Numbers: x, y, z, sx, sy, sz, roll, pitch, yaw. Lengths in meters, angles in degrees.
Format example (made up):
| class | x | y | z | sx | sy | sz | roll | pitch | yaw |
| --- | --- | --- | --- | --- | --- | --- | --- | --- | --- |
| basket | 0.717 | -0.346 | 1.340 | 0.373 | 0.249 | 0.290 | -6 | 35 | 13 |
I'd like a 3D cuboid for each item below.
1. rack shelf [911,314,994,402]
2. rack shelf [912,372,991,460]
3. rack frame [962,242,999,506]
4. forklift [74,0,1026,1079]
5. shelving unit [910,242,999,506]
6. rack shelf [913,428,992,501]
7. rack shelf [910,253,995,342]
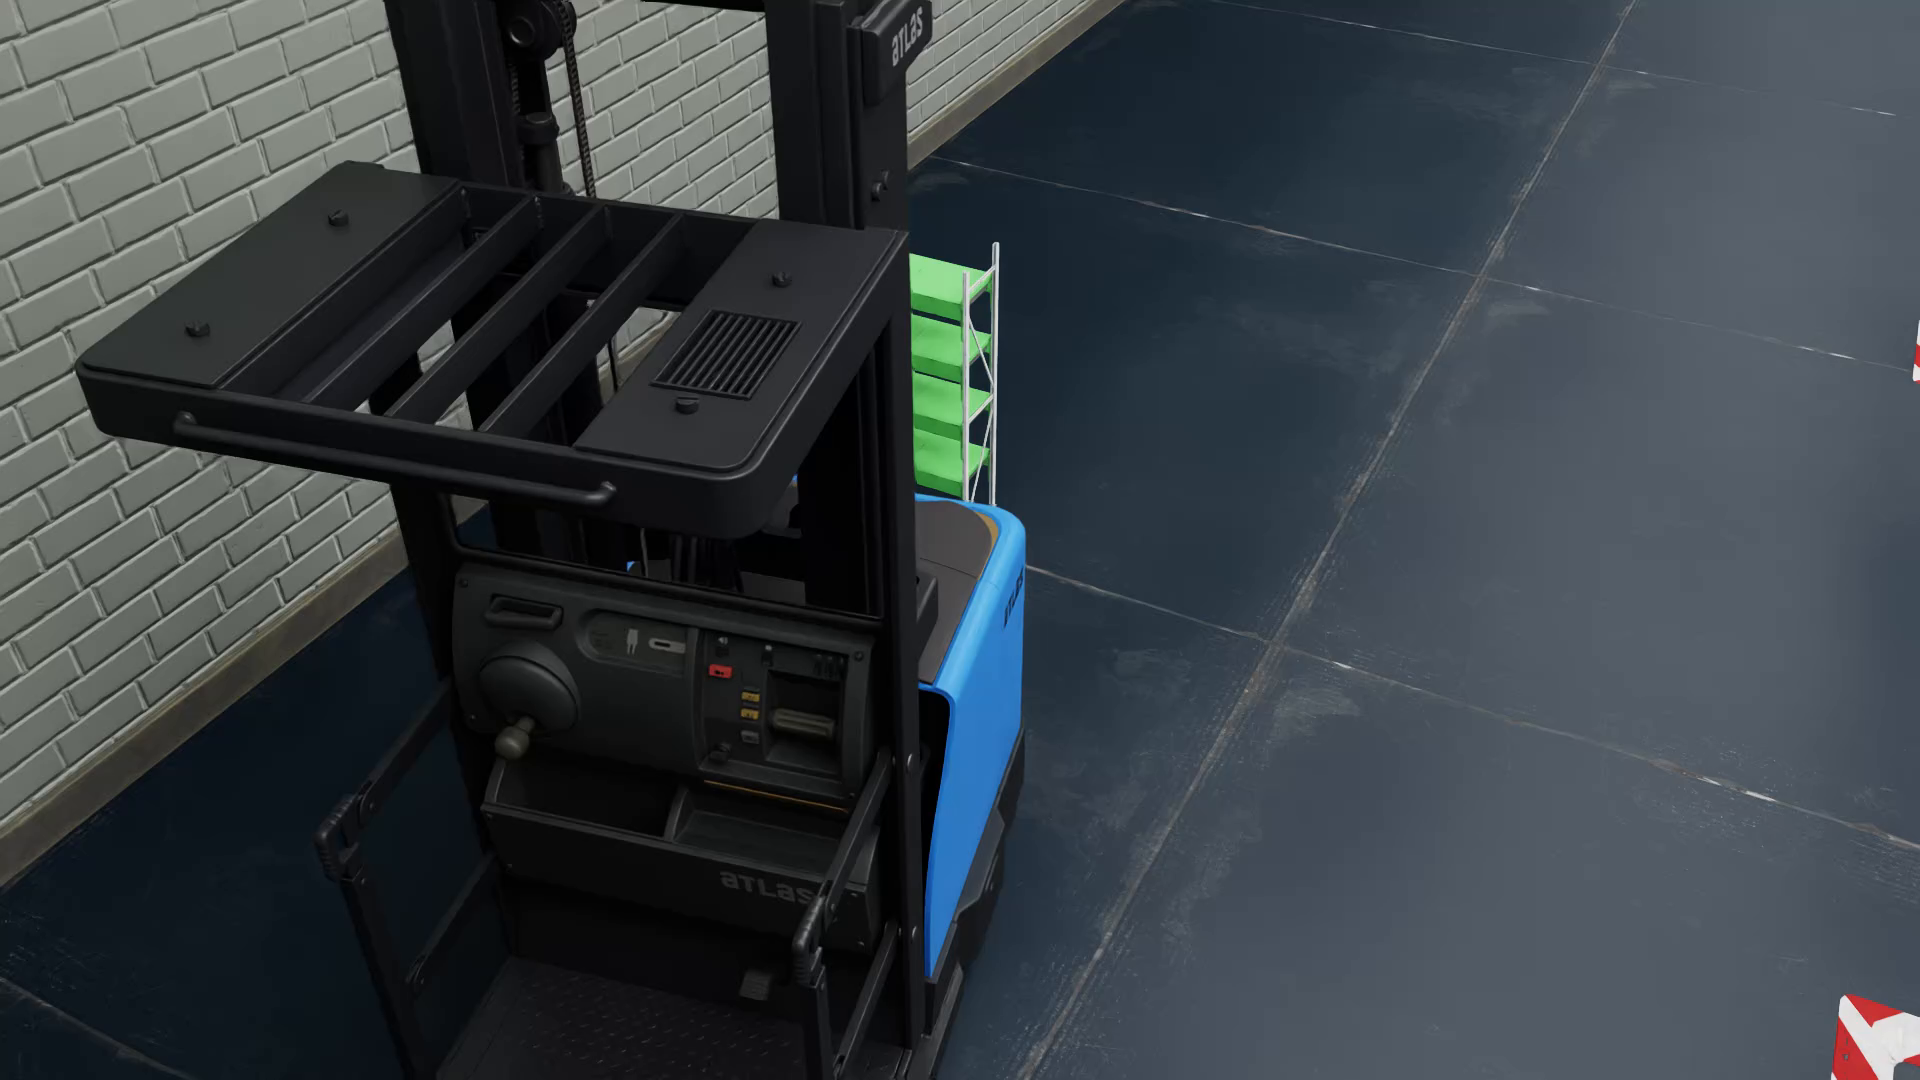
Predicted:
| class | x | y | z | sx | sy | sz | roll | pitch | yaw |
| --- | --- | --- | --- | --- | --- | --- | --- | --- | --- |
| rack shelf | -0.147 | -0.664 | 5.841 | 0.480 | 0.148 | 0.258 | 17 | 41 | 21 |
| rack shelf | -0.147 | -0.473 | 5.987 | 0.480 | 0.148 | 0.258 | 17 | 41 | 21 |
| rack frame | 0.070 | -0.456 | 5.858 | 0.015 | 1.200 | 0.240 | 17 | 41 | 21 |
| forklift | -0.689 | 0.384 | 3.319 | 1.130 | 2.935 | 3.031 | 9 | 38 | 12 |
| shelving unit | -0.147 | -0.524 | 5.948 | 0.503 | 1.200 | 0.258 | 17 | 41 | 21 |
| rack shelf | -0.147 | -0.282 | 6.132 | 0.480 | 0.148 | 0.258 | 17 | 41 | 21 |
| rack shelf | -0.147 | -0.855 | 5.696 | 0.480 | 0.148 | 0.258 | 17 | 41 | 21 |
